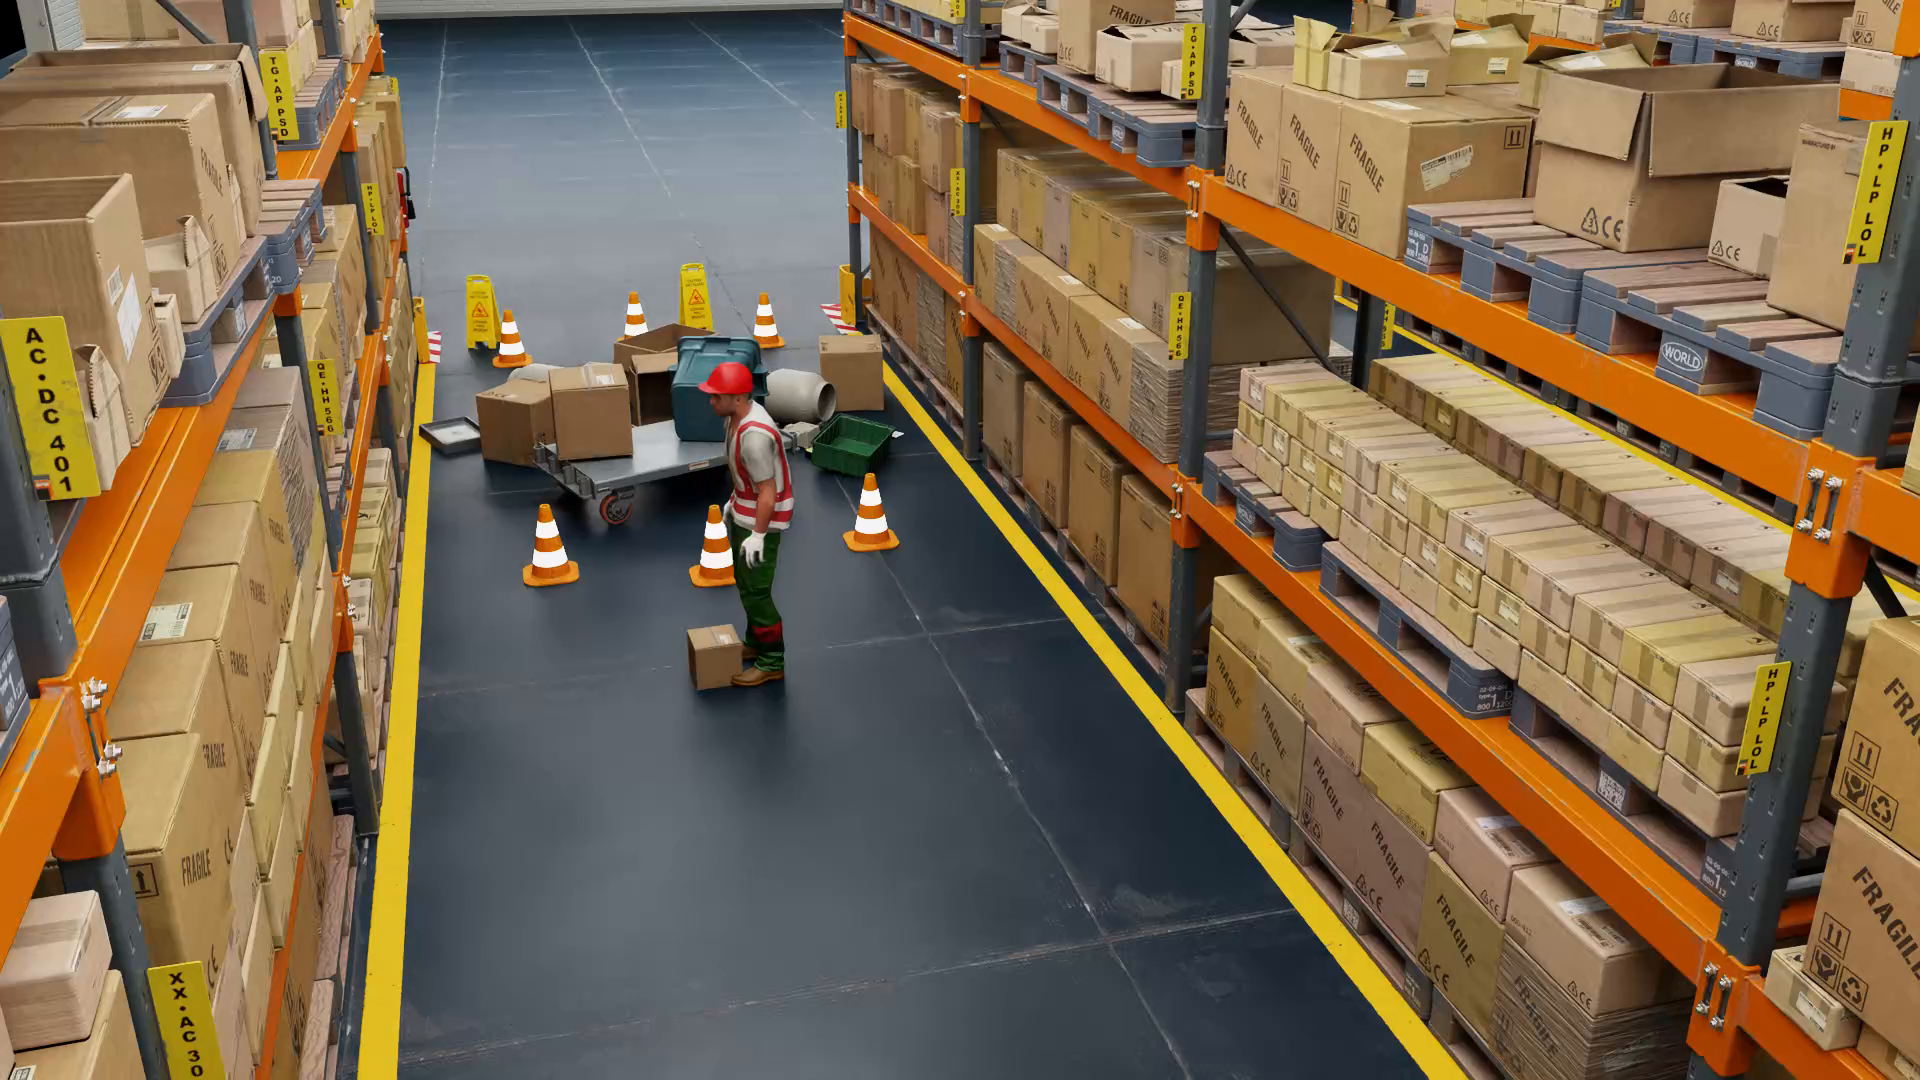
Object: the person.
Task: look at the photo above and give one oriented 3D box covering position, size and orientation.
[{"bbox_3d":[-1.116,-0.093,8.796,0.451,1.780,0.623,-7,24,-16],"label":"person"}]
